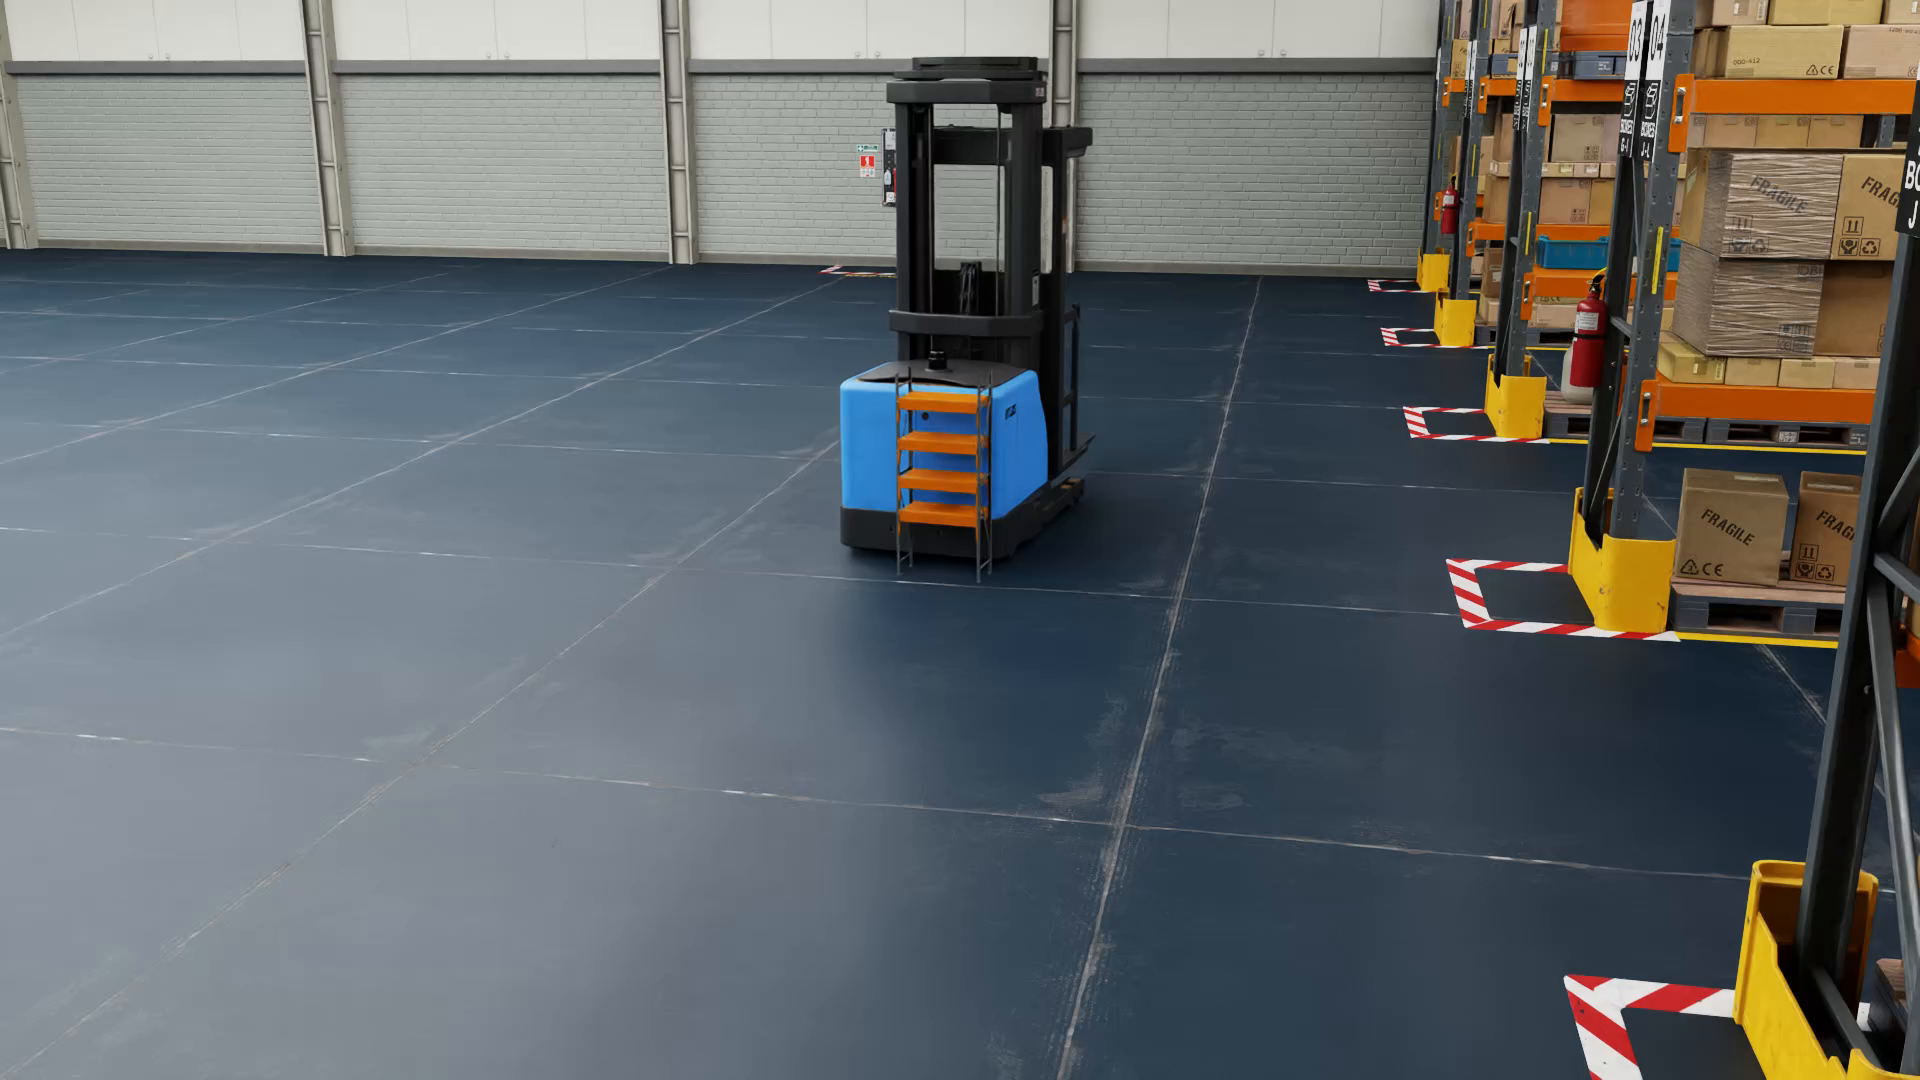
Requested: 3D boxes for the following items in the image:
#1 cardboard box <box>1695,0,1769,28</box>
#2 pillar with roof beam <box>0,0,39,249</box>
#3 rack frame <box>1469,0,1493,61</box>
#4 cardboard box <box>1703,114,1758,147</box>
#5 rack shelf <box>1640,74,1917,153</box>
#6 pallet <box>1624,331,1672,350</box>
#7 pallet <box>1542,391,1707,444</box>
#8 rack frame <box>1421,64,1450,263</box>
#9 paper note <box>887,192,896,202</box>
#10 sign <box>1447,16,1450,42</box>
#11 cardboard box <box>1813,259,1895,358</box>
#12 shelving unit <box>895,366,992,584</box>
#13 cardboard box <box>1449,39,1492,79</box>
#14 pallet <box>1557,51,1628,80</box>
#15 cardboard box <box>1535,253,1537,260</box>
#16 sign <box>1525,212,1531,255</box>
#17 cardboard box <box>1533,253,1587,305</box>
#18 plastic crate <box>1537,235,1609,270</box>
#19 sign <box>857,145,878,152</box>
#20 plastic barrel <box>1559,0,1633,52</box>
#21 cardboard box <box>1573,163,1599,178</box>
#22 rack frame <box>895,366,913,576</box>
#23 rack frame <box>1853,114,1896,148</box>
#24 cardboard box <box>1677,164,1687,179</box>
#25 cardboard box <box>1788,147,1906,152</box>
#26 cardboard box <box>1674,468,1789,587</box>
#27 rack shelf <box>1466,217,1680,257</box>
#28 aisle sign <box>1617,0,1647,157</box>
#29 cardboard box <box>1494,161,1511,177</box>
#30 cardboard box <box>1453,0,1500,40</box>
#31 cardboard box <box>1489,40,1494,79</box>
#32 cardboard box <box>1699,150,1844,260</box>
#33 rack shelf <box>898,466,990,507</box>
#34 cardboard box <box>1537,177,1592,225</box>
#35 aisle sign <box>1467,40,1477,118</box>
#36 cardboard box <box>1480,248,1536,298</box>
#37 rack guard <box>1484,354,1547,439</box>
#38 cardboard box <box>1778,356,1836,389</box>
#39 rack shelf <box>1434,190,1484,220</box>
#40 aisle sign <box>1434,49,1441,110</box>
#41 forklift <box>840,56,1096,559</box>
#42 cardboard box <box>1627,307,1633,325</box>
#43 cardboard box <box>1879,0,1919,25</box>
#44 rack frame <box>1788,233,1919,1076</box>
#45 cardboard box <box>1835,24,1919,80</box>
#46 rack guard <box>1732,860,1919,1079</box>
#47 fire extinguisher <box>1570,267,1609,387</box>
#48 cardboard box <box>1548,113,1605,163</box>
[{"bbox_3d":[3.802,-2.607,8.200,0.250,0.149,0.380,3,16,11],"label":"cardboard box"},{"bbox_3d":[-16.979,-8.235,23.364,0.400,9.000,9.100,3,16,11],"label":"pillar with roof beam"},{"bbox_3d":[5.556,-6.599,17.459,0.127,3.000,1.000,3,16,11],"label":"rack frame"},{"bbox_3d":[8.053,-4.244,17.577,0.500,0.500,0.700,3,16,11],"label":"cardboard box"},{"bbox_3d":[5.538,-2.109,8.217,4.000,0.370,1.077,3,16,11],"label":"rack shelf"},{"bbox_3d":[7.505,-2.269,18.288,1.213,0.211,1.003,3,16,11],"label":"pallet"},{"bbox_3d":[5.444,-1.032,13.823,1.213,0.211,1.003,3,16,11],"label":"pallet"},{"bbox_3d":[6.539,-5.004,22.939,0.127,3.000,1.000,3,16,11],"label":"rack frame"},{"bbox_3d":[-1.056,-5.257,25.501,0.142,0.148,0.016,3,16,11],"label":"paper note"},{"bbox_3d":[6.431,-6.729,21.909,0.005,0.325,0.100,3,16,11],"label":"sign"},{"bbox_3d":[4.625,-1.277,8.738,0.500,0.500,0.875,3,16,11],"label":"cardboard box"},{"bbox_3d":[-0.091,-0.376,9.603,0.503,1.200,0.258,5,16,17],"label":"shelving unit"},{"bbox_3d":[6.817,-6.424,22.222,0.500,0.500,0.500,4,16,13],"label":"cardboard box"},{"bbox_3d":[5.356,-3.698,12.956,1.213,0.211,1.003,3,16,11],"label":"pallet"},{"bbox_3d":[7.758,-3.830,22.911,0.500,0.311,0.500,4,16,16],"label":"cardboard box"},{"bbox_3d":[4.451,-2.402,13.027,0.005,0.325,0.100,3,16,11],"label":"sign"},{"bbox_3d":[6.527,-2.834,18.063,0.500,0.500,0.500,3,16,11],"label":"cardboard box"},{"bbox_3d":[5.115,-2.393,13.789,0.616,0.251,0.499,3,16,11],"label":"plastic crate"},{"bbox_3d":[-1.415,-5.980,25.403,0.331,0.109,0.001,3,16,11],"label":"sign"},{"bbox_3d":[5.066,-4.275,13.095,0.708,0.830,0.600,3,16,11],"label":"plastic barrel"},{"bbox_3d":[6.648,-3.951,17.733,0.250,0.149,0.380,3,16,10],"label":"cardboard box"},{"bbox_3d":[-0.323,-0.397,9.676,0.015,1.200,0.240,5,16,17],"label":"rack frame"},{"bbox_3d":[9.475,-3.495,17.491,0.127,3.000,1.000,3,16,11],"label":"rack frame"},{"bbox_3d":[7.661,-3.896,17.535,0.250,0.149,0.380,4,16,13],"label":"cardboard box"},{"bbox_3d":[4.657,-1.801,8.756,0.500,0.500,0.500,3,16,11],"label":"cardboard box"},{"bbox_3d":[4.187,-0.077,9.047,0.500,0.500,0.500,6,17,21],"label":"cardboard box"},{"bbox_3d":[7.516,-3.255,17.972,4.000,0.370,1.077,3,16,11],"label":"rack shelf"},{"bbox_3d":[3.577,-2.451,8.853,0.004,0.787,0.394,3,16,11],"label":"aisle sign"},{"bbox_3d":[5.897,-3.992,17.881,0.250,0.149,0.380,3,16,11],"label":"cardboard box"},{"bbox_3d":[6.868,-6.905,22.085,0.500,0.500,0.500,2,16,7],"label":"cardboard box"},{"bbox_3d":[6.999,-6.552,22.681,0.500,0.500,0.500,4,16,15],"label":"cardboard box"},{"bbox_3d":[4.063,-1.690,8.355,0.500,0.500,0.500,3,16,11],"label":"cardboard box"},{"bbox_3d":[-0.091,-0.312,9.621,0.480,0.148,0.258,5,16,17],"label":"rack shelf"},{"bbox_3d":[6.526,-3.701,18.048,0.500,0.500,0.700,4,16,13],"label":"cardboard box"},{"bbox_3d":[5.430,-4.884,17.636,0.004,0.787,0.394,3,16,11],"label":"aisle sign"},{"bbox_3d":[6.141,-2.996,18.649,0.500,0.500,0.500,3,16,11],"label":"cardboard box"},{"bbox_3d":[4.649,-1.216,13.946,0.348,0.500,1.175,3,16,11],"label":"rack guard"},{"bbox_3d":[4.293,-0.883,8.530,0.250,0.149,0.380,3,16,11],"label":"cardboard box"},{"bbox_3d":[8.499,-4.551,22.650,4.000,0.370,1.077,3,16,11],"label":"rack shelf"},{"bbox_3d":[6.409,-6.182,22.322,0.004,0.787,0.394,3,16,11],"label":"aisle sign"},{"bbox_3d":[0.222,-1.650,10.957,1.130,2.935,3.031,5,16,18],"label":"forklift"},{"bbox_3d":[7.017,-2.446,18.069,0.500,0.250,0.500,3,16,11],"label":"cardboard box"},{"bbox_3d":[4.561,-2.554,8.007,0.250,0.149,0.380,4,16,13],"label":"cardboard box"},{"bbox_3d":[2.491,0.175,4.240,0.127,3.000,1.000,3,16,11],"label":"rack frame"},{"bbox_3d":[4.505,-2.371,8.095,0.500,0.250,0.500,3,16,10],"label":"cardboard box"},{"bbox_3d":[2.467,1.379,4.579,0.348,0.500,1.175,3,16,11],"label":"rack guard"},{"bbox_3d":[3.558,-1.206,9.373,0.183,0.674,0.296,3,16,11],"label":"fire extinguisher"},{"bbox_3d":[6.579,-4.324,17.865,0.500,0.500,0.700,3,16,10],"label":"cardboard box"}]
